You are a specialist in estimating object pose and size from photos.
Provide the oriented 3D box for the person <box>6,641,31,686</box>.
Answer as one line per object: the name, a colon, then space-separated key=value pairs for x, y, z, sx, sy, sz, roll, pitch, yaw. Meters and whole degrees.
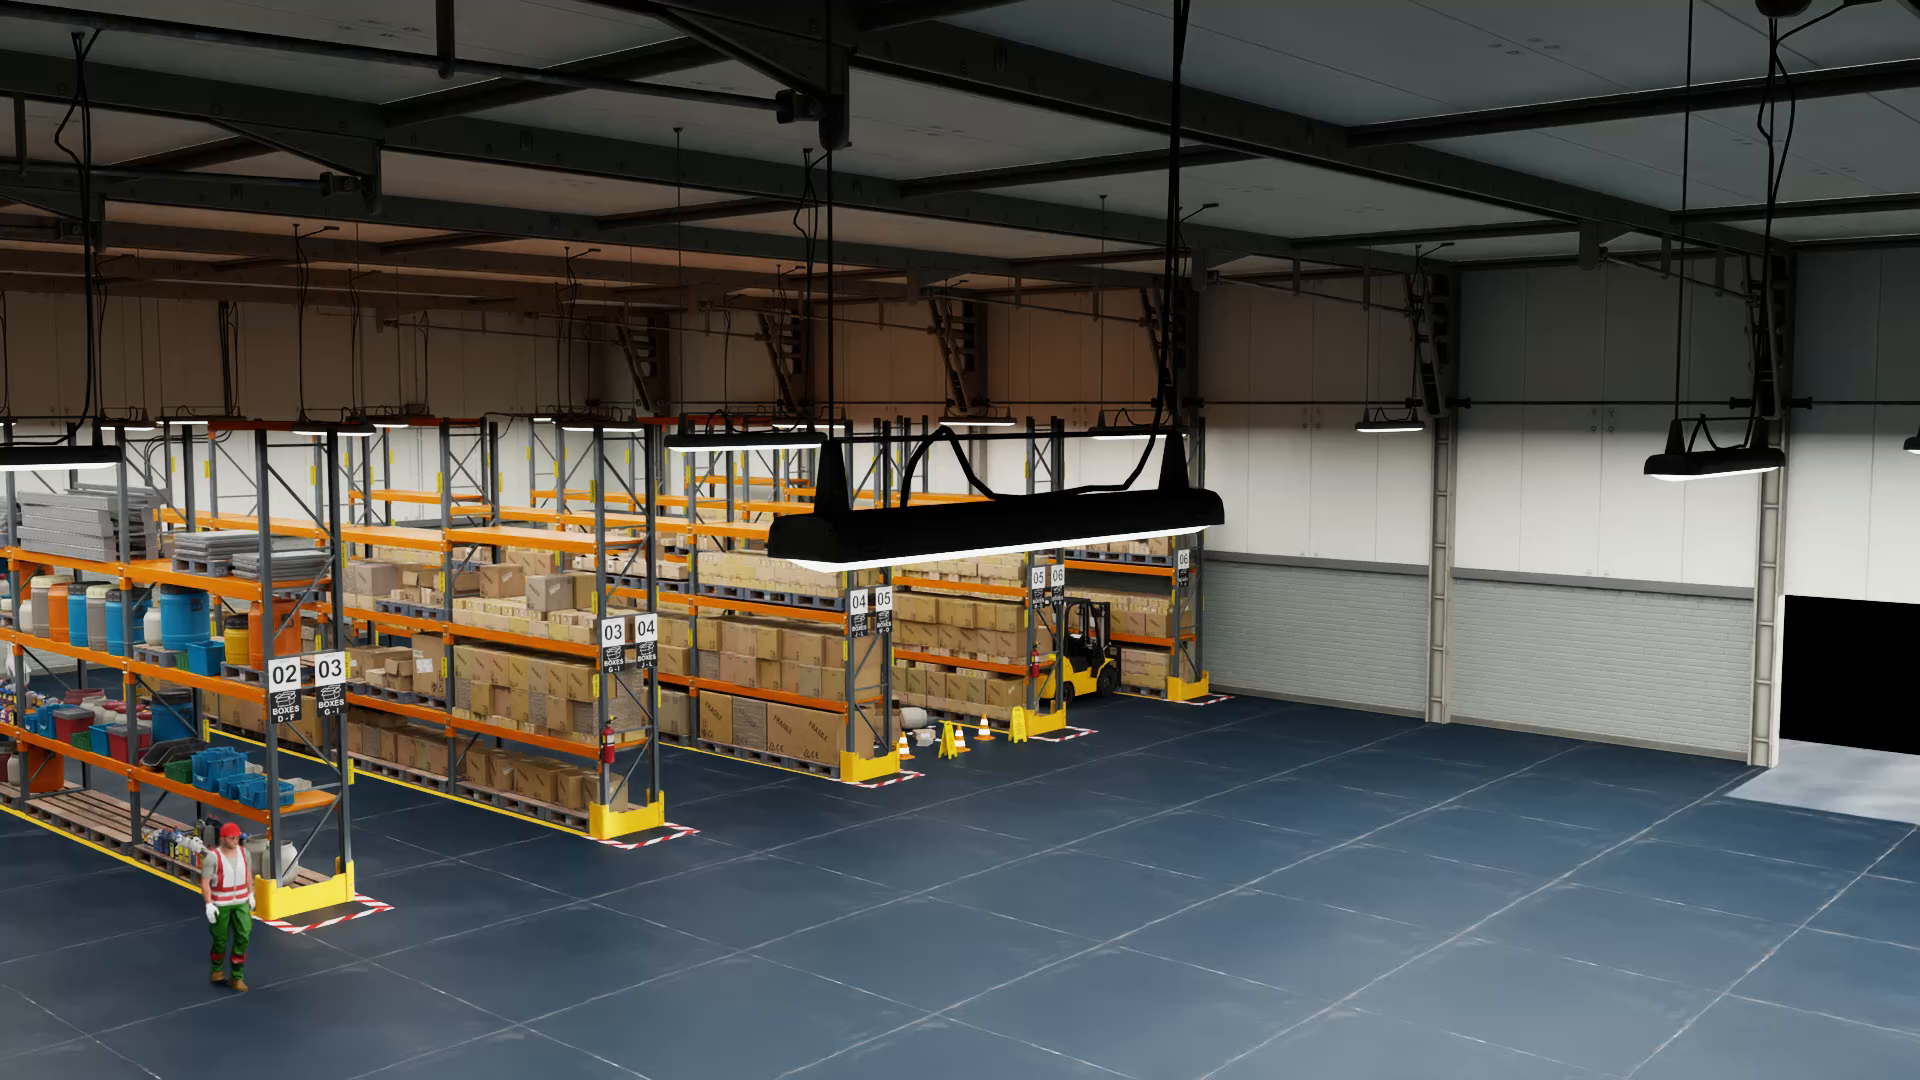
person: x=-19.560 y=2.569 z=34.367 sx=0.608 sy=1.777 sz=0.565 roll=4 pitch=6 yaw=42

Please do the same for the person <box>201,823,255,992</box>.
person: x=-7.904 y=3.971 z=18.037 sx=0.656 sy=1.822 sz=0.616 roll=5 pitch=7 yaw=44
